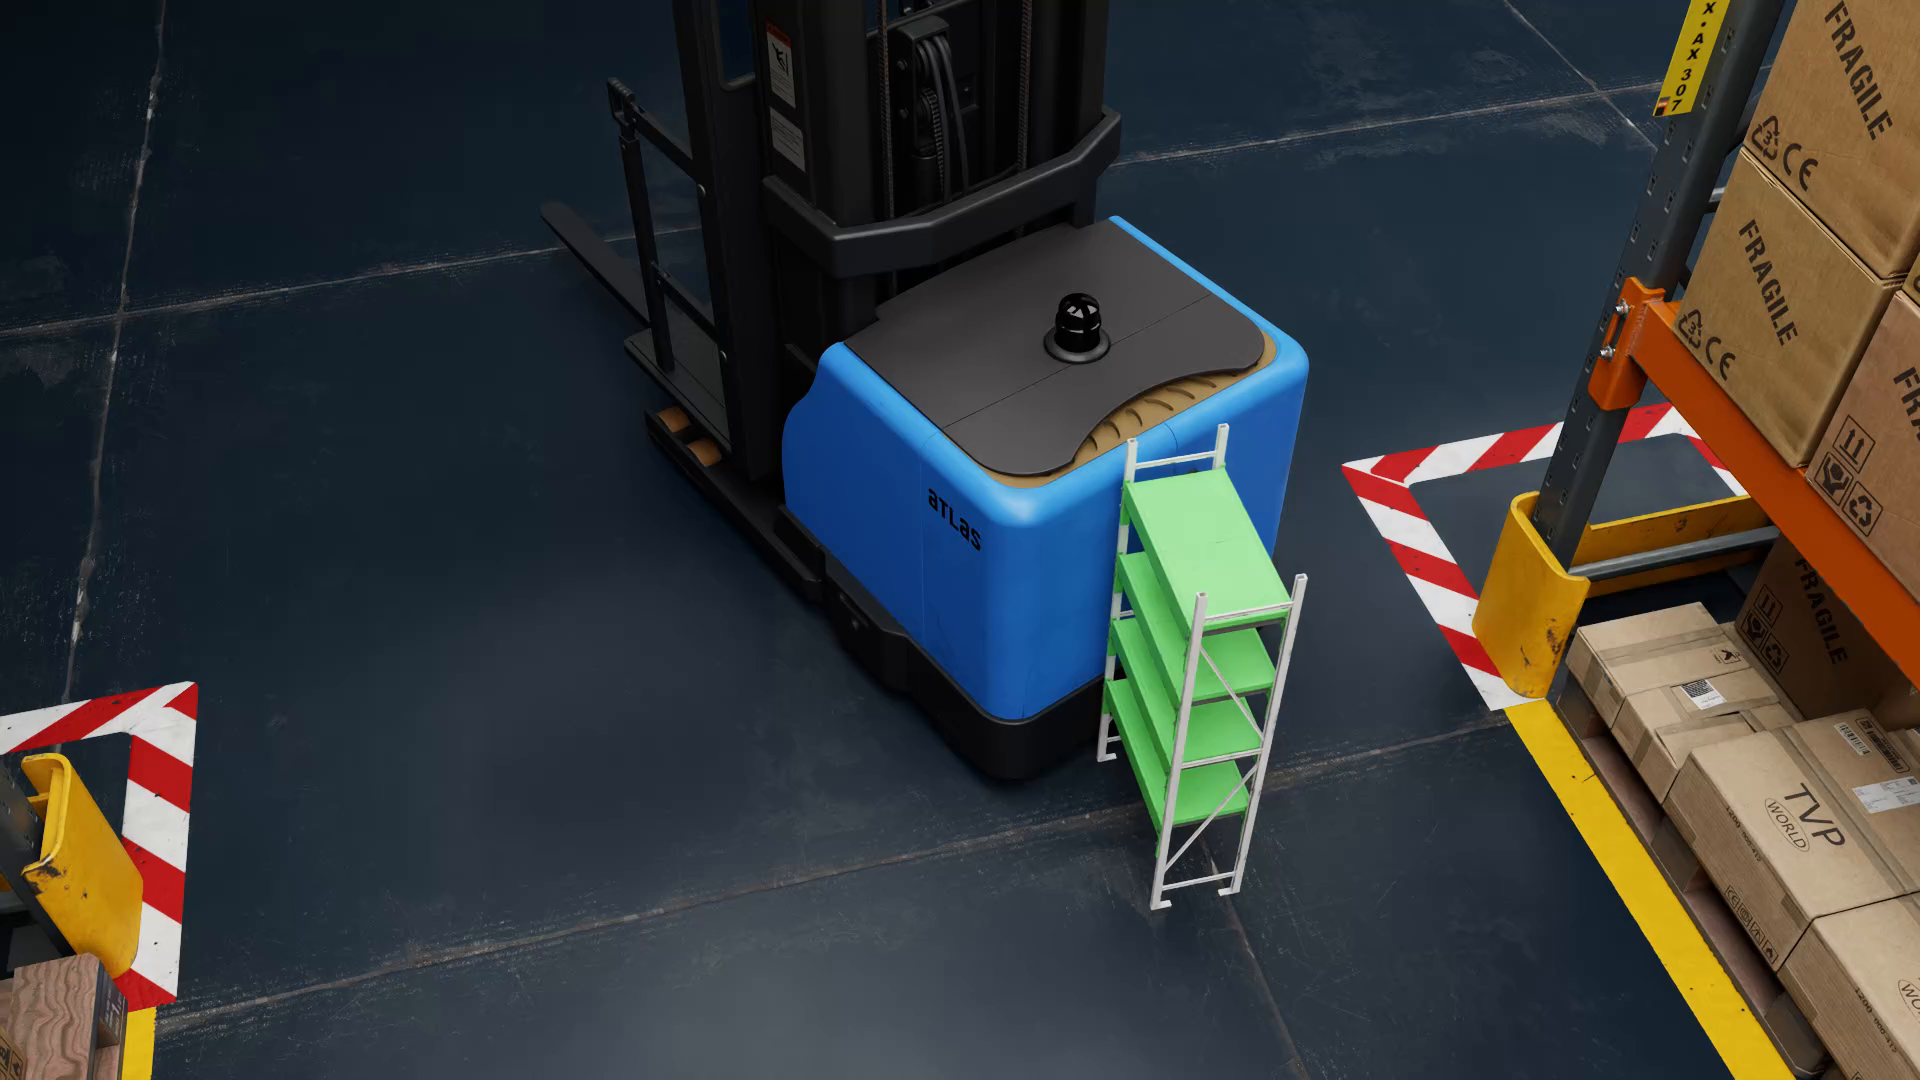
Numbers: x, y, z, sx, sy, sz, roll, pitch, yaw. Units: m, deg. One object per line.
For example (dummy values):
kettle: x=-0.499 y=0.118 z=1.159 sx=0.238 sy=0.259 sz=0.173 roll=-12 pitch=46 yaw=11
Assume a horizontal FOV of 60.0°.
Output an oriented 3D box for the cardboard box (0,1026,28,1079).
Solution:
cardboard box: x=-2.400 y=1.243 z=3.388 sx=0.700 sy=0.500 sz=0.500 roll=-11 pitch=47 yaw=-10

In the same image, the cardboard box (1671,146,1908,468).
cardboard box: x=1.970 y=-0.539 z=3.608 sx=0.500 sy=0.500 sz=0.500 roll=-10 pitch=46 yaw=-9

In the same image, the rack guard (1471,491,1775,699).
rack guard: x=2.131 y=0.069 z=4.833 sx=1.175 sy=0.500 sz=0.348 roll=-11 pitch=47 yaw=-10

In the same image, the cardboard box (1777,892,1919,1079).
cardboard box: x=2.232 y=1.067 z=3.721 sx=0.500 sy=0.250 sz=0.500 roll=-11 pitch=47 yaw=-10

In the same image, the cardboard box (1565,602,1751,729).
cardboard box: x=1.886 y=0.337 z=4.507 sx=0.380 sy=0.149 sz=0.250 roll=-11 pitch=47 yaw=-10

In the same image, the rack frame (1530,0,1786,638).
rack frame: x=2.111 y=-0.859 z=3.991 sx=1.000 sy=3.000 sz=0.127 roll=-11 pitch=47 yaw=-10

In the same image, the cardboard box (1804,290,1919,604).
cardboard box: x=2.107 y=-0.184 z=3.260 sx=0.500 sy=0.500 sz=0.500 roll=-11 pitch=47 yaw=-11

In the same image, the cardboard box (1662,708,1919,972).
cardboard box: x=2.104 y=0.722 z=4.059 sx=0.500 sy=0.250 sz=0.500 roll=-11 pitch=47 yaw=-10

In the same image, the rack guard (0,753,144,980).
rack guard: x=-2.682 y=0.908 z=4.010 sx=1.175 sy=0.500 sz=0.348 roll=-11 pitch=47 yaw=-10

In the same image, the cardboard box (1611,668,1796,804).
cardboard box: x=1.950 y=0.504 z=4.332 sx=0.380 sy=0.166 sz=0.250 roll=-11 pitch=47 yaw=-10

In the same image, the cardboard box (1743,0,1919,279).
cardboard box: x=1.970 y=-0.889 z=3.251 sx=0.500 sy=0.500 sz=0.500 roll=-9 pitch=46 yaw=-9

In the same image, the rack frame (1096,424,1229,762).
rack frame: x=0.500 y=0.176 z=4.238 sx=0.240 sy=1.200 sz=0.015 roll=-9 pitch=46 yaw=-9

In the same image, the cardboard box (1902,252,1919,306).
cardboard box: x=2.111 y=-0.530 z=2.899 sx=0.500 sy=0.500 sz=0.500 roll=-10 pitch=46 yaw=-10

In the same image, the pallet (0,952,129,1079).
pallet: x=-2.396 y=1.563 z=3.570 sx=1.003 sy=0.211 sz=1.213 roll=-11 pitch=47 yaw=-10

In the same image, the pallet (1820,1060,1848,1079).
pallet: x=2.645 y=1.561 z=3.573 sx=1.003 sy=0.211 sz=1.213 roll=-11 pitch=47 yaw=-10

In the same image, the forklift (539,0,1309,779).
forklift: x=-0.378 y=-1.384 z=4.554 sx=1.130 sy=2.935 sz=3.031 roll=-28 pitch=52 yaw=-25

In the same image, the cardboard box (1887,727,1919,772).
cardboard box: x=2.505 y=0.605 z=4.232 sx=0.380 sy=0.166 sz=0.250 roll=-11 pitch=47 yaw=-10

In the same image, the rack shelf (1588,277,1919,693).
rack shelf: x=2.623 y=0.774 z=2.895 sx=1.077 sy=0.370 sz=4.000 roll=-11 pitch=47 yaw=-10

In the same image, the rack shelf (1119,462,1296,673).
rack shelf: x=0.556 y=0.054 z=3.774 sx=0.258 sy=0.148 sz=0.480 roll=-9 pitch=46 yaw=-9

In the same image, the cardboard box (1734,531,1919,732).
cardboard box: x=2.489 y=0.193 z=4.403 sx=0.500 sy=0.500 sz=0.500 roll=-11 pitch=47 yaw=-10

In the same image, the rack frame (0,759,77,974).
rack frame: x=-2.676 y=0.050 z=3.101 sx=1.000 sy=3.000 sz=0.127 roll=-11 pitch=47 yaw=-10

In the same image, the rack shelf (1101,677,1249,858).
rack shelf: x=0.556 y=0.558 z=4.288 sx=0.258 sy=0.148 sz=0.480 roll=-9 pitch=46 yaw=-9

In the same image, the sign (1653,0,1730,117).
sign: x=1.587 y=-1.062 z=3.585 sx=0.100 sy=0.325 sz=0.005 roll=-11 pitch=47 yaw=-10

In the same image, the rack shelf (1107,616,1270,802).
rack shelf: x=0.556 y=0.390 z=4.117 sx=0.258 sy=0.148 sz=0.480 roll=-9 pitch=46 yaw=-9

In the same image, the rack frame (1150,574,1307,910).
rack frame: x=0.611 y=0.515 z=3.905 sx=0.240 sy=1.200 sz=0.015 roll=-9 pitch=46 yaw=-9

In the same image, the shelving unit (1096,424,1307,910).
shelving unit: x=0.556 y=0.345 z=4.071 sx=0.258 sy=1.200 sz=0.503 roll=-9 pitch=46 yaw=-9

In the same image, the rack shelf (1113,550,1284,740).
rack shelf: x=0.556 y=0.222 z=3.946 sx=0.258 sy=0.148 sz=0.480 roll=-9 pitch=46 yaw=-9

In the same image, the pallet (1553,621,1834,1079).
pallet: x=2.336 y=0.720 z=4.397 sx=1.003 sy=0.211 sz=1.213 roll=-11 pitch=47 yaw=-10
